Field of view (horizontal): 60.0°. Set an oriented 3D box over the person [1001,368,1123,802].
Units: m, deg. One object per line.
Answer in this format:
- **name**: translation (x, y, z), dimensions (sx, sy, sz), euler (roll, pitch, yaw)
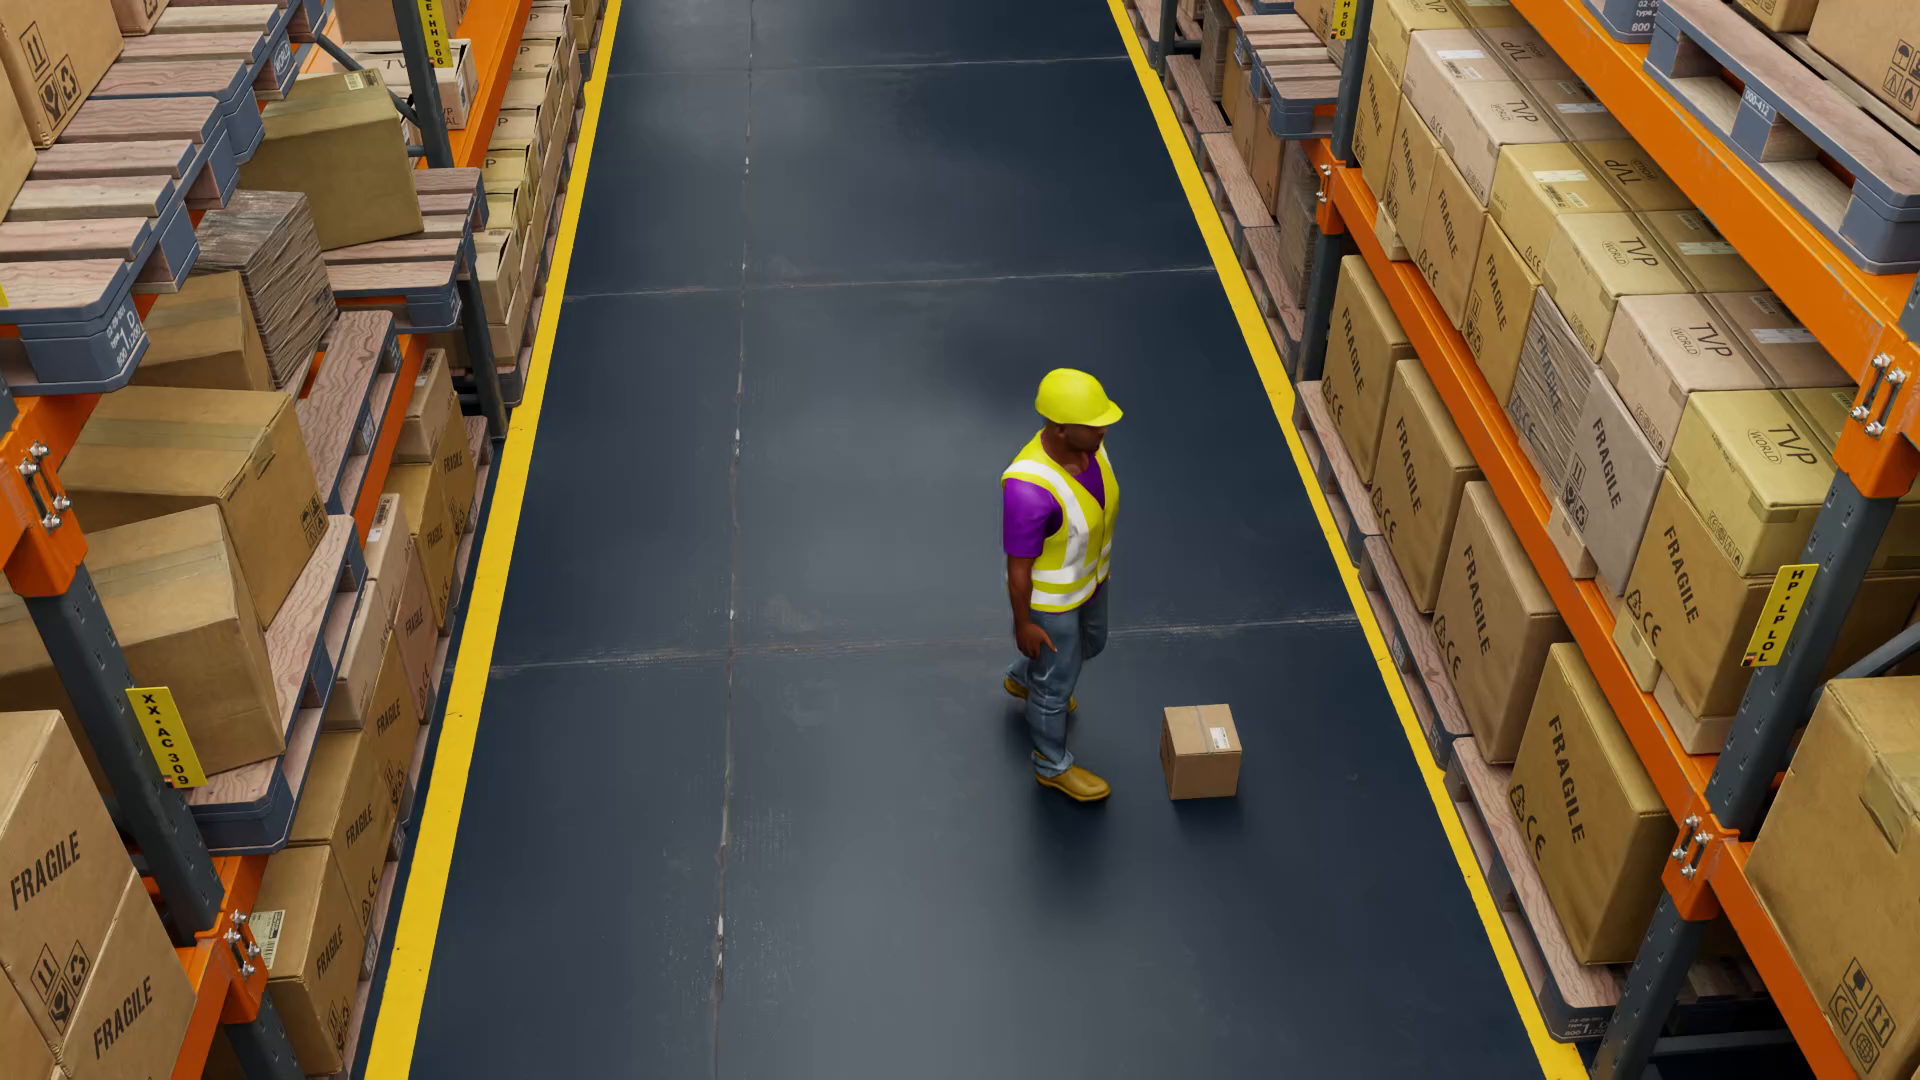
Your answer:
- **person**: translation (0.353, 0.154, 5.930), dimensions (0.603, 1.771, 0.579), euler (19, 43, 22)
